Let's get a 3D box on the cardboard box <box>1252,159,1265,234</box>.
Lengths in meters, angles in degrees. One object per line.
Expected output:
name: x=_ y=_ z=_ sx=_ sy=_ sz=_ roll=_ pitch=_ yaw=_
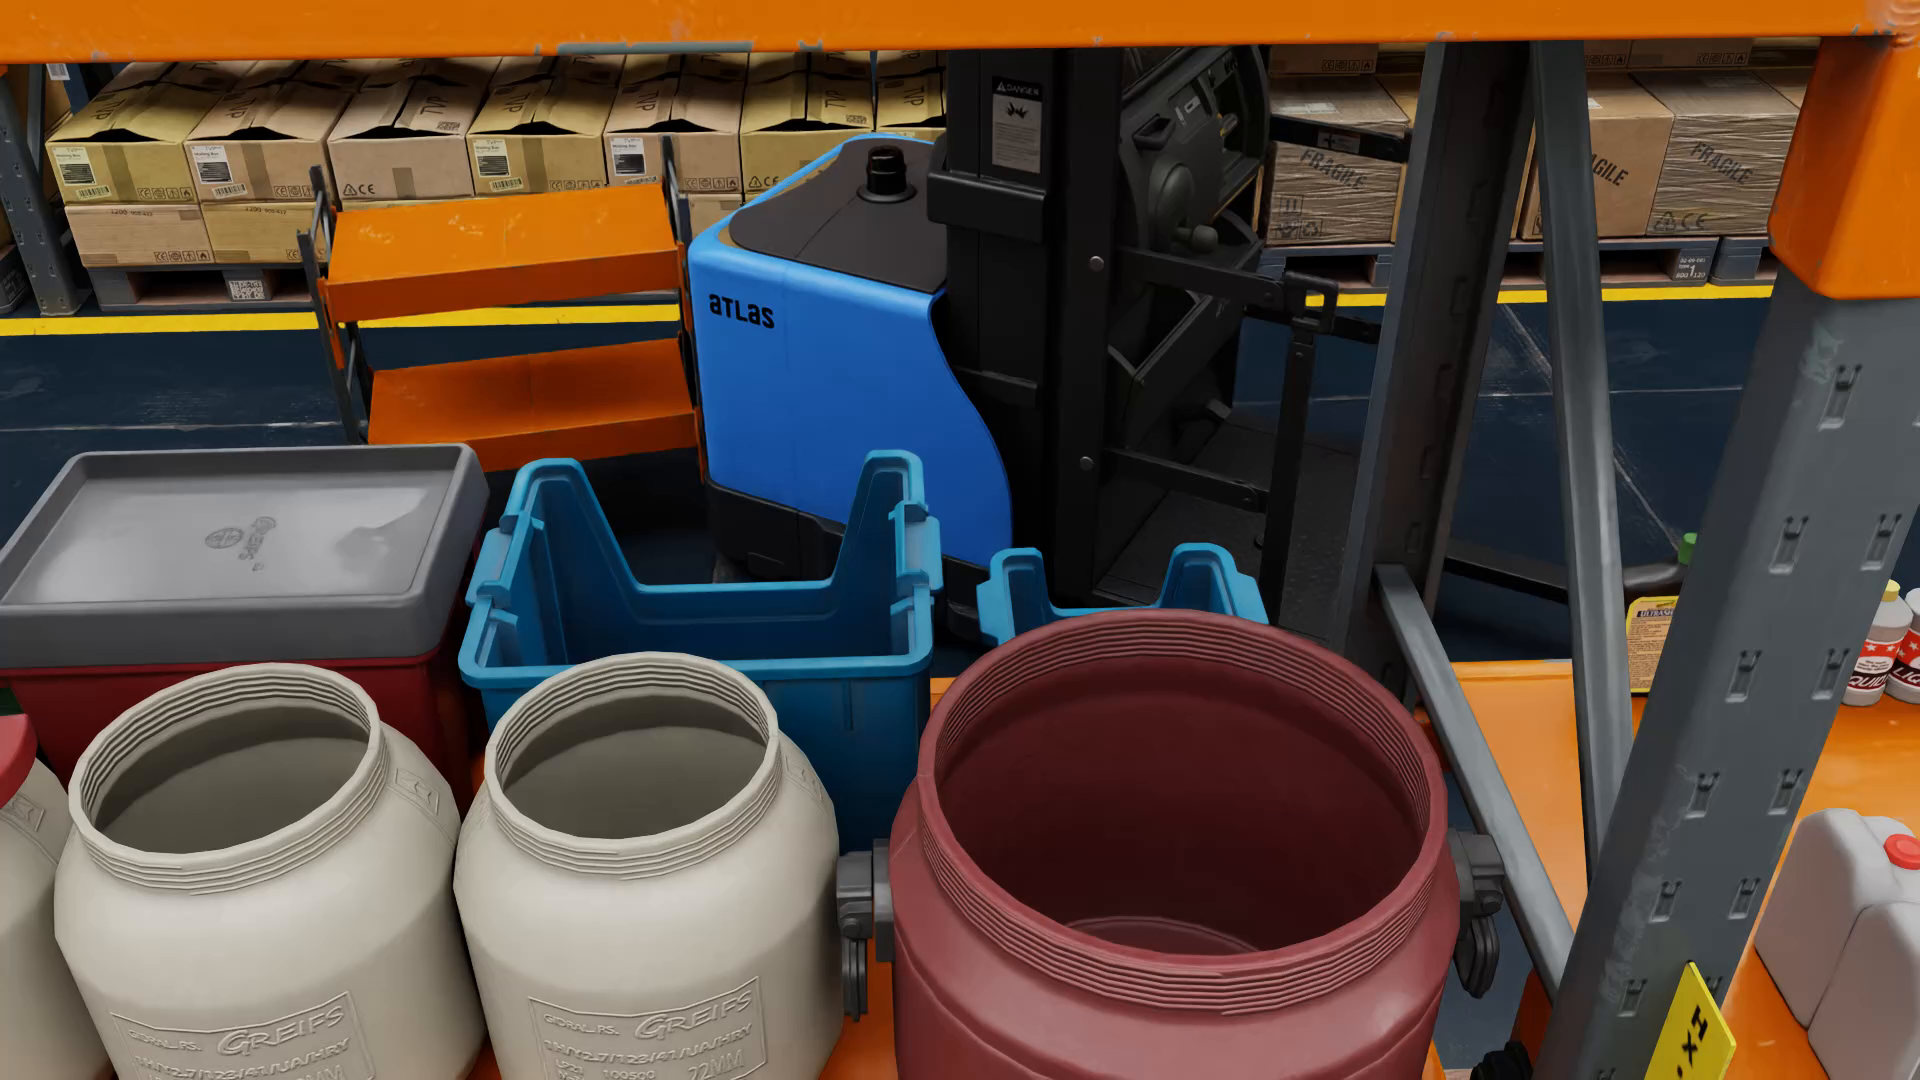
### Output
cardboard box: x=0.910 y=-1.498 z=6.588 sx=0.500 sy=0.500 sz=0.500 roll=0 pitch=35 yaw=0

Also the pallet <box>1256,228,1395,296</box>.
pallet: x=1.189 y=-1.347 z=7.011 sx=1.213 sy=0.211 sz=1.003 roll=-2 pitch=35 yaw=-2

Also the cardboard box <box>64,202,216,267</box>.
cardboard box: x=-3.139 y=-1.299 z=6.538 sx=0.500 sy=0.250 sz=0.500 roll=-2 pitch=35 yaw=-3

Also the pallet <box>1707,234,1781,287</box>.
pallet: x=3.626 y=-1.412 z=7.106 sx=1.213 sy=0.211 sz=1.003 roll=-2 pitch=35 yaw=-2

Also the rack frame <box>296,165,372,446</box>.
rack frame: x=-1.822 y=-0.494 z=4.975 sx=0.032 sy=1.125 sz=0.500 roll=-8 pitch=35 yaw=-11

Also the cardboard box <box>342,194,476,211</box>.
cardboard box: x=-2.112 y=-1.328 z=6.580 sx=0.500 sy=0.250 sz=0.500 roll=-3 pitch=35 yaw=-4

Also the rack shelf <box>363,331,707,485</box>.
rack shelf: x=-1.329 y=-0.361 z=5.213 sx=1.000 sy=0.278 sz=0.538 roll=-8 pitch=35 yaw=-11

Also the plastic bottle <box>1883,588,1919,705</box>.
plastic bottle: x=1.500 y=0.148 z=2.575 sx=0.097 sy=0.201 sz=0.097 roll=0 pitch=35 yaw=0

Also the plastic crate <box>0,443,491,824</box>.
plastic crate: x=-0.956 y=0.164 z=2.321 sx=0.583 sy=0.464 sz=0.402 roll=-2 pitch=35 yaw=-2

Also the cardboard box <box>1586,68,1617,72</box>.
cardboard box: x=2.405 y=-1.838 z=7.080 sx=0.500 sy=0.500 sz=0.500 roll=-3 pitch=35 yaw=-4

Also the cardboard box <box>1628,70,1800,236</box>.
cardboard box: x=2.962 y=-1.558 z=6.675 sx=0.500 sy=0.500 sz=0.500 roll=-1 pitch=35 yaw=-2

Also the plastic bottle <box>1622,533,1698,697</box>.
plastic bottle: x=1.056 y=0.116 z=2.550 sx=0.133 sy=0.283 sz=0.061 roll=-2 pitch=35 yaw=-2

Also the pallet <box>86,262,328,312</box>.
pallet: x=-2.820 y=-1.282 z=6.917 sx=1.213 sy=0.211 sz=1.003 roll=-2 pitch=35 yaw=-2

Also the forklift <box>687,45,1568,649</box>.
forklift: x=0.779 y=-0.990 z=4.105 sx=3.031 sy=2.935 sz=1.130 roll=17 pitch=38 yaw=23

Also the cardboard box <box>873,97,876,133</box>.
cardboard box: x=-0.598 y=-1.676 z=7.082 sx=0.500 sy=0.250 sz=0.500 roll=-2 pitch=35 yaw=-4

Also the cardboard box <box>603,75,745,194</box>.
cardboard box: x=-1.093 y=-1.584 z=6.457 sx=0.500 sy=0.311 sz=0.500 roll=-2 pitch=35 yaw=-3

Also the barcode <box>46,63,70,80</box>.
barcode: x=-3.279 y=-1.705 z=6.044 sx=0.075 sy=0.075 sz=0.001 roll=-2 pitch=35 yaw=-2

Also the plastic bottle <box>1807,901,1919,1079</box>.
plastic bottle: x=1.120 y=0.544 z=1.937 sx=0.135 sy=0.276 sz=0.152 roll=-2 pitch=35 yaw=-2

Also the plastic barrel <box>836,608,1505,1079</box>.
plastic barrel: x=0.223 y=0.450 z=1.845 sx=0.708 sy=0.536 sz=0.600 roll=-2 pitch=35 yaw=-2

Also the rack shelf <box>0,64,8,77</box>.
rack shelf: x=-1.556 y=-2.145 z=6.346 sx=4.000 sy=0.370 sz=1.077 roll=-2 pitch=35 yaw=-2

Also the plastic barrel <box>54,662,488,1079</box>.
plastic barrel: x=-0.766 y=0.436 z=1.887 sx=0.421 sy=0.512 sz=0.421 roll=0 pitch=35 yaw=0

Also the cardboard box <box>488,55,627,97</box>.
cardboard box: x=-1.643 y=-1.875 z=6.877 sx=0.500 sy=0.311 sz=0.500 roll=-2 pitch=35 yaw=-3

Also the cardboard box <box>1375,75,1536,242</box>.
cardboard box: x=1.934 y=-1.526 z=6.628 sx=0.500 sy=0.500 sz=0.500 roll=-2 pitch=35 yaw=-3

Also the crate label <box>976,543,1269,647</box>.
crate label: x=0.234 y=0.188 z=2.489 sx=0.416 sy=0.233 sz=0.303 roll=-2 pitch=35 yaw=-2

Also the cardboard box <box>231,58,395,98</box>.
cardboard box: x=-2.644 y=-1.851 z=6.843 sx=0.500 sy=0.311 sz=0.500 roll=-1 pitch=35 yaw=-1

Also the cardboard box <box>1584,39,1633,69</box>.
cardboard box: x=2.442 y=-2.149 z=6.870 sx=0.500 sy=0.250 sz=0.500 roll=-2 pitch=35 yaw=-3

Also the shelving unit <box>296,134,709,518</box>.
shelving unit: x=-1.329 y=-0.562 z=5.074 sx=1.048 sy=1.125 sz=0.538 roll=-8 pitch=35 yaw=-11

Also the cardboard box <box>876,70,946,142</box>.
cardboard box: x=-0.070 y=-1.613 z=6.500 sx=0.500 sy=0.311 sz=0.500 roll=-1 pitch=35 yaw=-1

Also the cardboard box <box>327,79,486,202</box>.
cardboard box: x=-2.112 y=-1.554 z=6.414 sx=0.500 sy=0.311 sz=0.500 roll=-3 pitch=35 yaw=-4

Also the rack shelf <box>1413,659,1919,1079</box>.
rack shelf: x=2.670 y=0.563 z=2.433 sx=4.000 sy=0.370 sz=1.077 roll=-2 pitch=35 yaw=-2

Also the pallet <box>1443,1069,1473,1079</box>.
pallet: x=1.458 y=1.423 z=3.009 sx=1.213 sy=0.211 sz=1.003 roll=-2 pitch=35 yaw=-2

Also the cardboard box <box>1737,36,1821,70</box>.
cardboard box: x=3.410 y=-1.860 z=7.112 sx=0.500 sy=0.500 sz=0.500 roll=-1 pitch=35 yaw=-2

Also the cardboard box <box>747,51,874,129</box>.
cardboard box: x=-0.620 y=-1.901 z=6.916 sx=0.500 sy=0.311 sz=0.500 roll=-2 pitch=35 yaw=-3

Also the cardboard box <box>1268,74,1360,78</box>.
cardboard box: x=1.365 y=-1.806 z=7.034 sx=0.500 sy=0.500 sz=0.500 roll=0 pitch=35 yaw=0

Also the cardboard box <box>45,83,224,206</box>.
cardboard box: x=-3.129 y=-1.529 z=6.378 sx=0.500 sy=0.311 sz=0.500 roll=-1 pitch=35 yaw=-2

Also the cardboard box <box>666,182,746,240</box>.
cardboard box: x=-1.090 y=-1.356 z=6.621 sx=0.500 sy=0.250 sz=0.500 roll=-1 pitch=35 yaw=-1

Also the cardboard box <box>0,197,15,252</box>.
cardboard box: x=-4.007 y=-1.292 z=6.529 sx=0.500 sy=0.250 sz=0.500 roll=-2 pitch=35 yaw=-2
